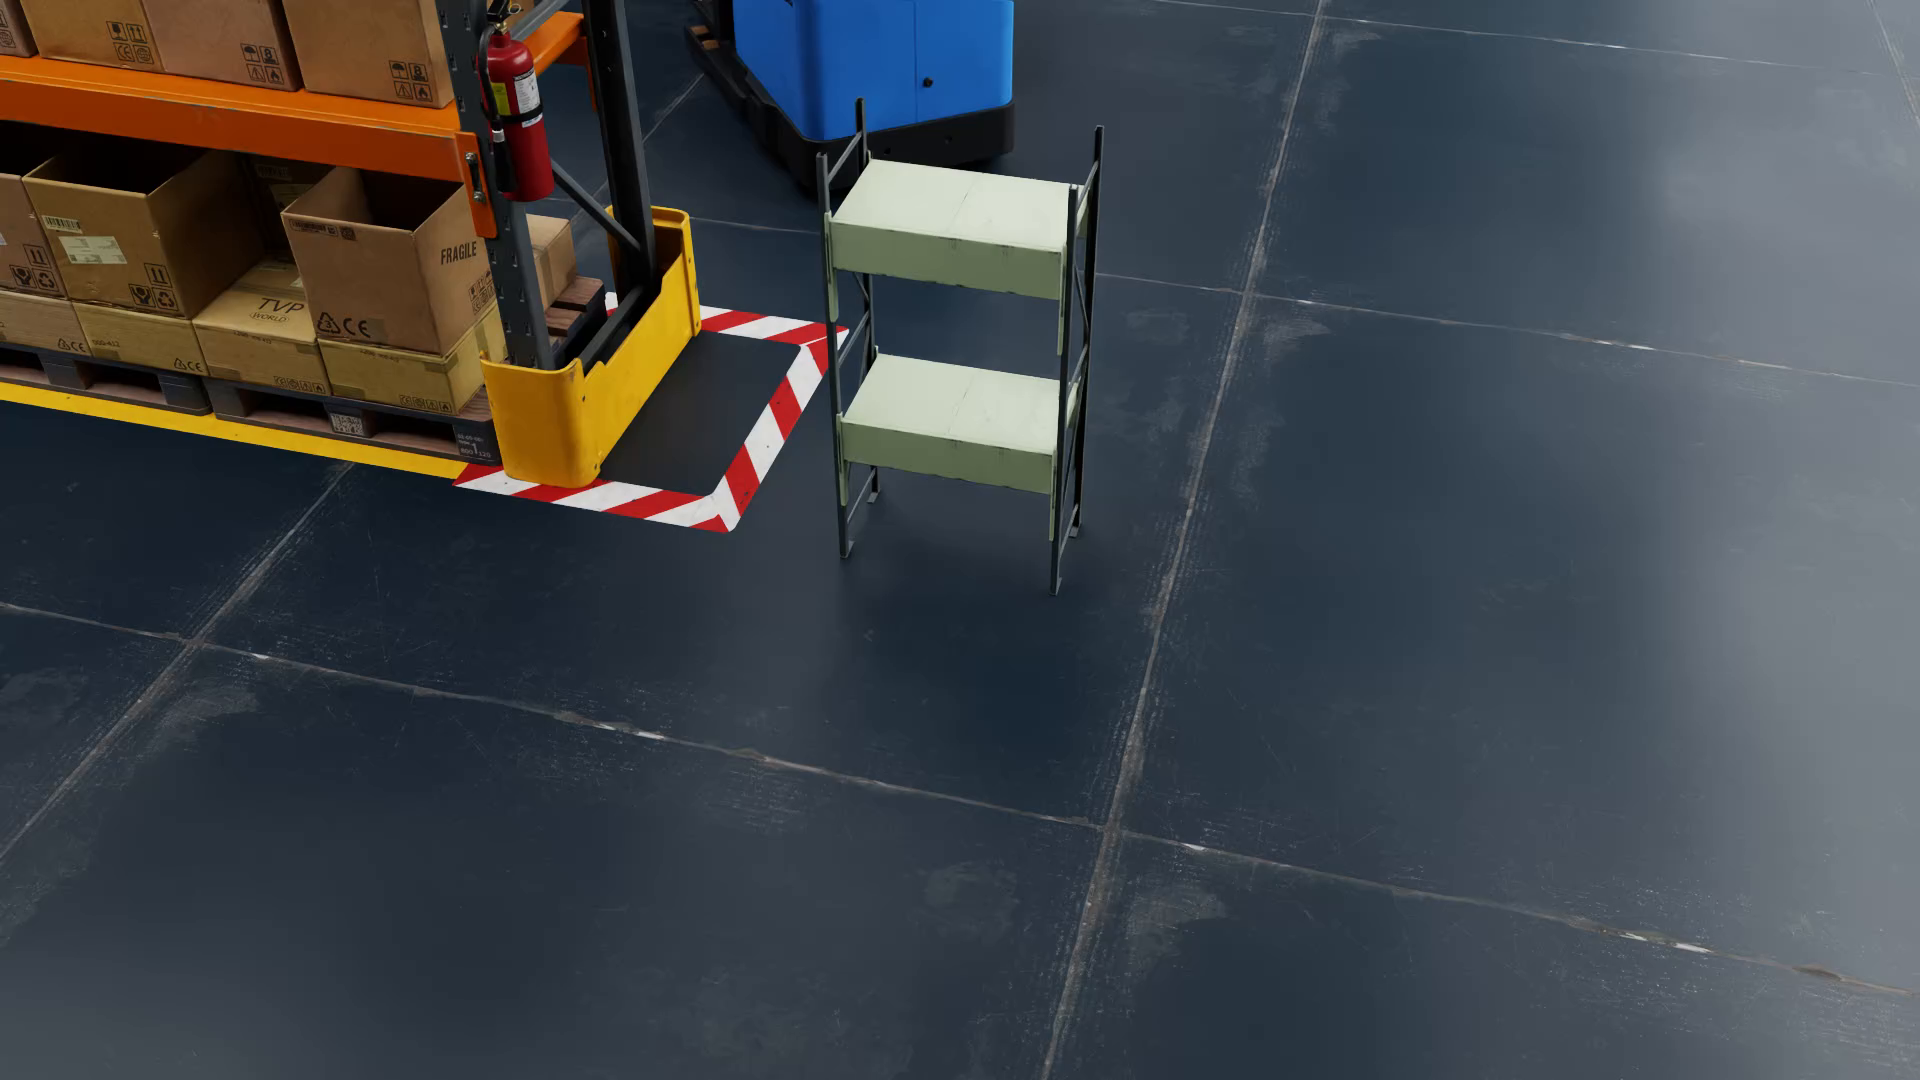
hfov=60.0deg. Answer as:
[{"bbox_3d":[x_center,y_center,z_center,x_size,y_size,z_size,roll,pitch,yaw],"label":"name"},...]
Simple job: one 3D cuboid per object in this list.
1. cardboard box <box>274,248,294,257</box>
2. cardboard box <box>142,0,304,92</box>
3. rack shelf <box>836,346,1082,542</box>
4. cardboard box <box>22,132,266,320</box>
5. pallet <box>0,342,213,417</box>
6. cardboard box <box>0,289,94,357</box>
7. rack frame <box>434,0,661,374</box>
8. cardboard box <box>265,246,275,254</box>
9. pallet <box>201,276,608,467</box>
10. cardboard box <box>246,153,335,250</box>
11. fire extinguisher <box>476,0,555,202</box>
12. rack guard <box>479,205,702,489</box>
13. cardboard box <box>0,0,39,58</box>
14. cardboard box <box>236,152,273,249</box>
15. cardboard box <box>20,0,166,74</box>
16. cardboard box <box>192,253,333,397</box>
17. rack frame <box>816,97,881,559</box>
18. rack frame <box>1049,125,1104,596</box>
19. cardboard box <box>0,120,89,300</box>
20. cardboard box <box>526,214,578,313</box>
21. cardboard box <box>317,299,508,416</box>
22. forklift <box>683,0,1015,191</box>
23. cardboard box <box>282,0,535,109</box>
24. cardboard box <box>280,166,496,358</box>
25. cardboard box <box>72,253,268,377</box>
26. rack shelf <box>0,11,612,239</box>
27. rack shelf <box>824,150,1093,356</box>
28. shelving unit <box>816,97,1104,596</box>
[{"bbox_3d":[-2.324,-1.134,6.579,0.500,0.250,0.500,10,41,11],"label":"cardboard box"},{"bbox_3d":[-2.336,-1.926,5.633,0.500,0.500,0.700,11,41,13],"label":"cardboard box"},{"bbox_3d":[0.006,-0.324,5.476,0.720,0.370,0.431,10,41,11],"label":"rack shelf"},{"bbox_3d":[-2.945,-1.174,6.044,0.500,0.500,0.500,10,41,11],"label":"cardboard box"},{"bbox_3d":[-3.304,-0.955,6.723,1.213,0.211,1.003,10,41,11],"label":"pallet"},{"bbox_3d":[-3.426,-0.973,6.388,0.500,0.250,0.500,10,41,11],"label":"cardboard box"},{"bbox_3d":[-1.380,-1.718,5.463,0.127,3.000,1.000,10,41,11],"label":"rack frame"},{"bbox_3d":[-2.807,-1.217,6.679,0.500,0.250,0.500,10,41,11],"label":"cardboard box"},{"bbox_3d":[-2.129,-0.751,6.480,1.213,0.211,1.003,10,41,11],"label":"pallet"},{"bbox_3d":[-2.324,-1.422,6.339,0.500,0.500,0.500,10,41,11],"label":"cardboard box"},{"bbox_3d":[-1.386,-1.380,5.121,0.183,0.674,0.296,10,41,11],"label":"fire extinguisher"},{"bbox_3d":[-1.357,-0.757,6.262,0.348,0.500,1.175,10,41,11],"label":"rack guard"},{"bbox_3d":[-3.324,-2.097,5.837,0.500,0.500,0.700,11,41,13],"label":"cardboard box"},{"bbox_3d":[-2.810,-1.497,6.429,0.500,0.500,0.500,10,41,11],"label":"cardboard box"},{"bbox_3d":[-2.814,-2.012,5.736,0.500,0.500,0.700,10,41,12],"label":"cardboard box"},{"bbox_3d":[-2.460,-0.807,6.190,0.500,0.250,0.500,10,41,11],"label":"cardboard box"},{"bbox_3d":[-0.347,-0.634,5.339,0.023,1.500,0.400,10,41,11],"label":"rack frame"},{"bbox_3d":[0.360,-0.512,5.194,0.023,1.500,0.400,10,41,11],"label":"rack frame"},{"bbox_3d":[-3.427,-1.258,6.144,0.500,0.500,0.500,10,41,11],"label":"cardboard box"},{"bbox_3d":[-1.840,-1.053,6.483,0.500,0.250,0.500,10,41,11],"label":"cardboard box"},{"bbox_3d":[-1.974,-0.731,6.100,0.500,0.250,0.500,10,41,11],"label":"cardboard box"},{"bbox_3d":[-0.801,-3.649,7.816,1.130,2.935,3.031,-16,43,-18],"label":"forklift"},{"bbox_3d":[-1.828,-1.842,5.533,0.500,0.500,0.700,10,41,11],"label":"cardboard box"},{"bbox_3d":[-1.975,-1.017,5.857,0.500,0.500,0.500,10,41,11],"label":"cardboard box"},{"bbox_3d":[-2.944,-0.889,6.288,0.500,0.250,0.500,10,41,11],"label":"cardboard box"},{"bbox_3d":[-3.312,-1.775,6.090,4.000,0.370,1.077,10,41,11],"label":"rack shelf"},{"bbox_3d":[0.006,-0.872,5.015,0.720,0.370,0.431,10,41,11],"label":"rack shelf"},{"bbox_3d":[0.006,-0.573,5.266,0.755,1.500,0.431,10,41,11],"label":"shelving unit"}]
